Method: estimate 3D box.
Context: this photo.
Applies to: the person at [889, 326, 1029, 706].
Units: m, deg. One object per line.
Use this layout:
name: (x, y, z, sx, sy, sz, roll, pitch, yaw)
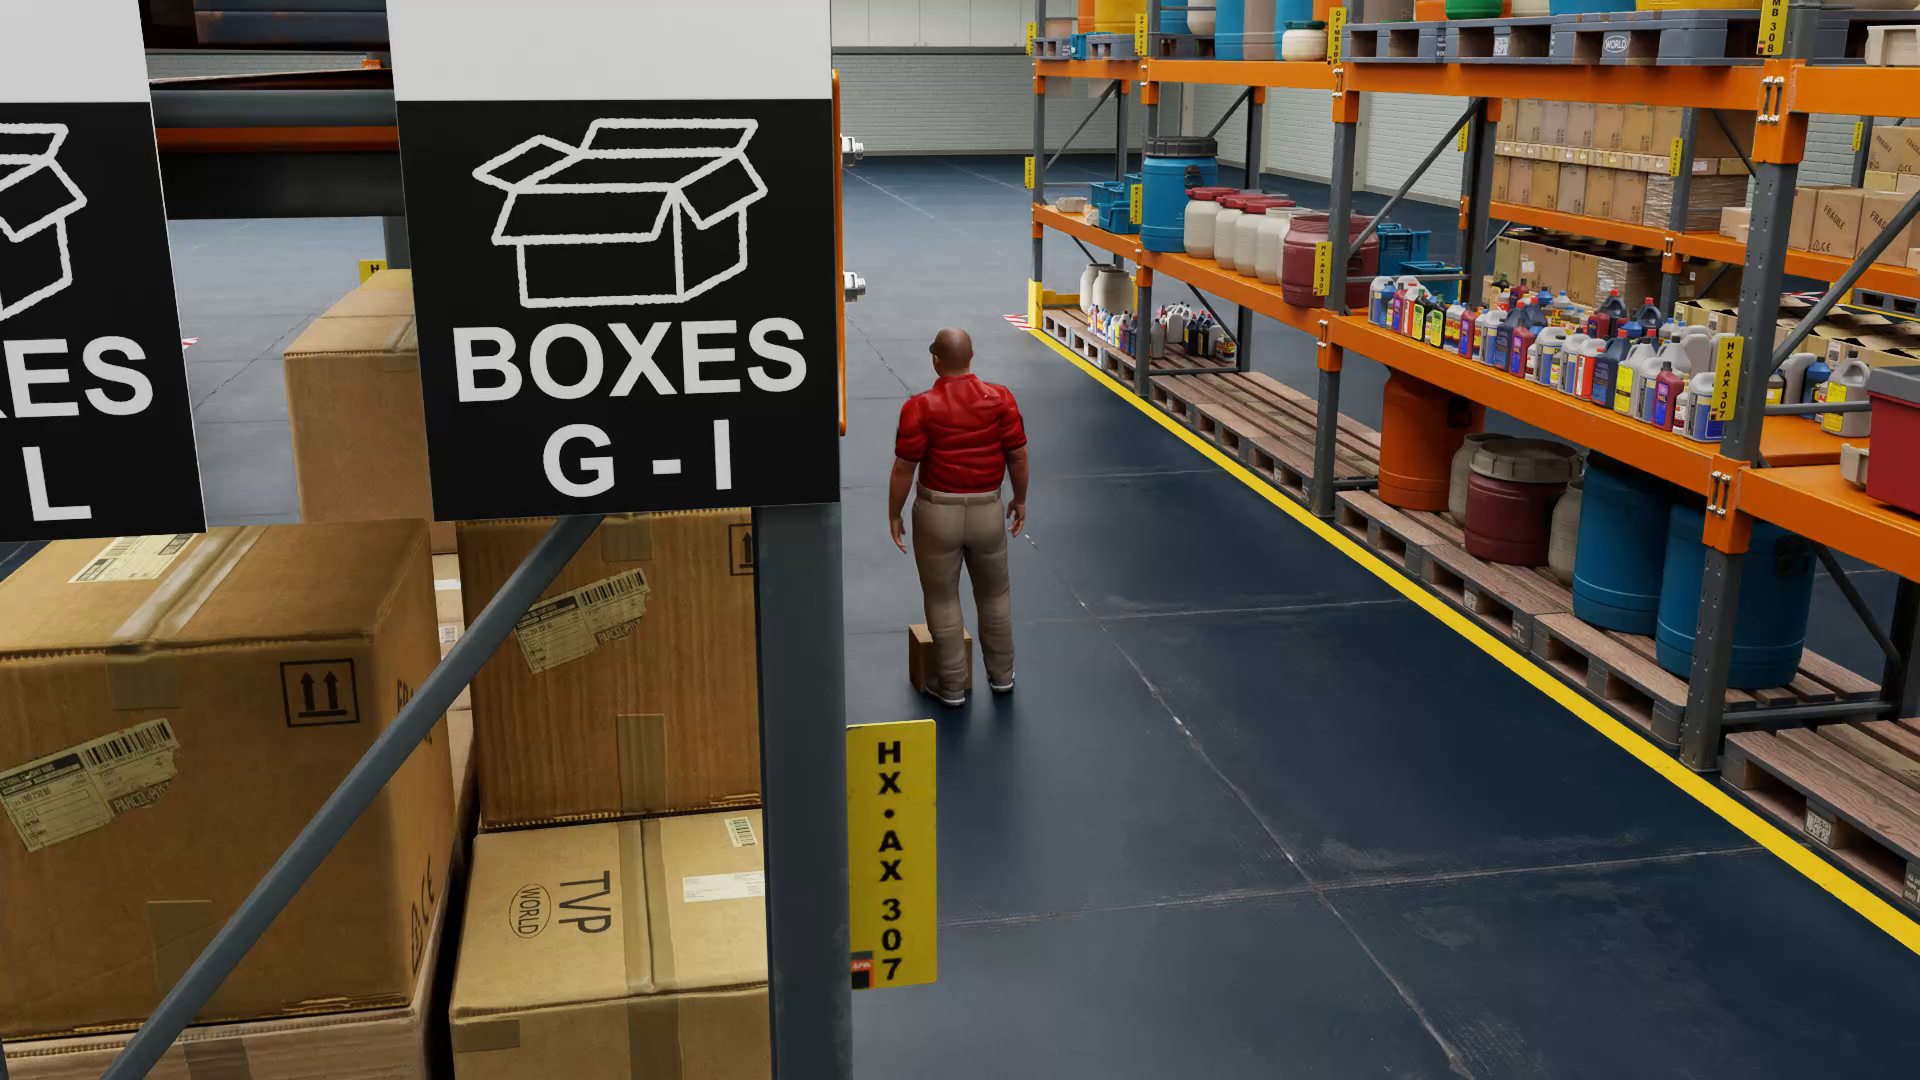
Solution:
person: (-0.019, -0.116, 7.428, 0.642, 1.729, 0.550, -4, 17, -12)
